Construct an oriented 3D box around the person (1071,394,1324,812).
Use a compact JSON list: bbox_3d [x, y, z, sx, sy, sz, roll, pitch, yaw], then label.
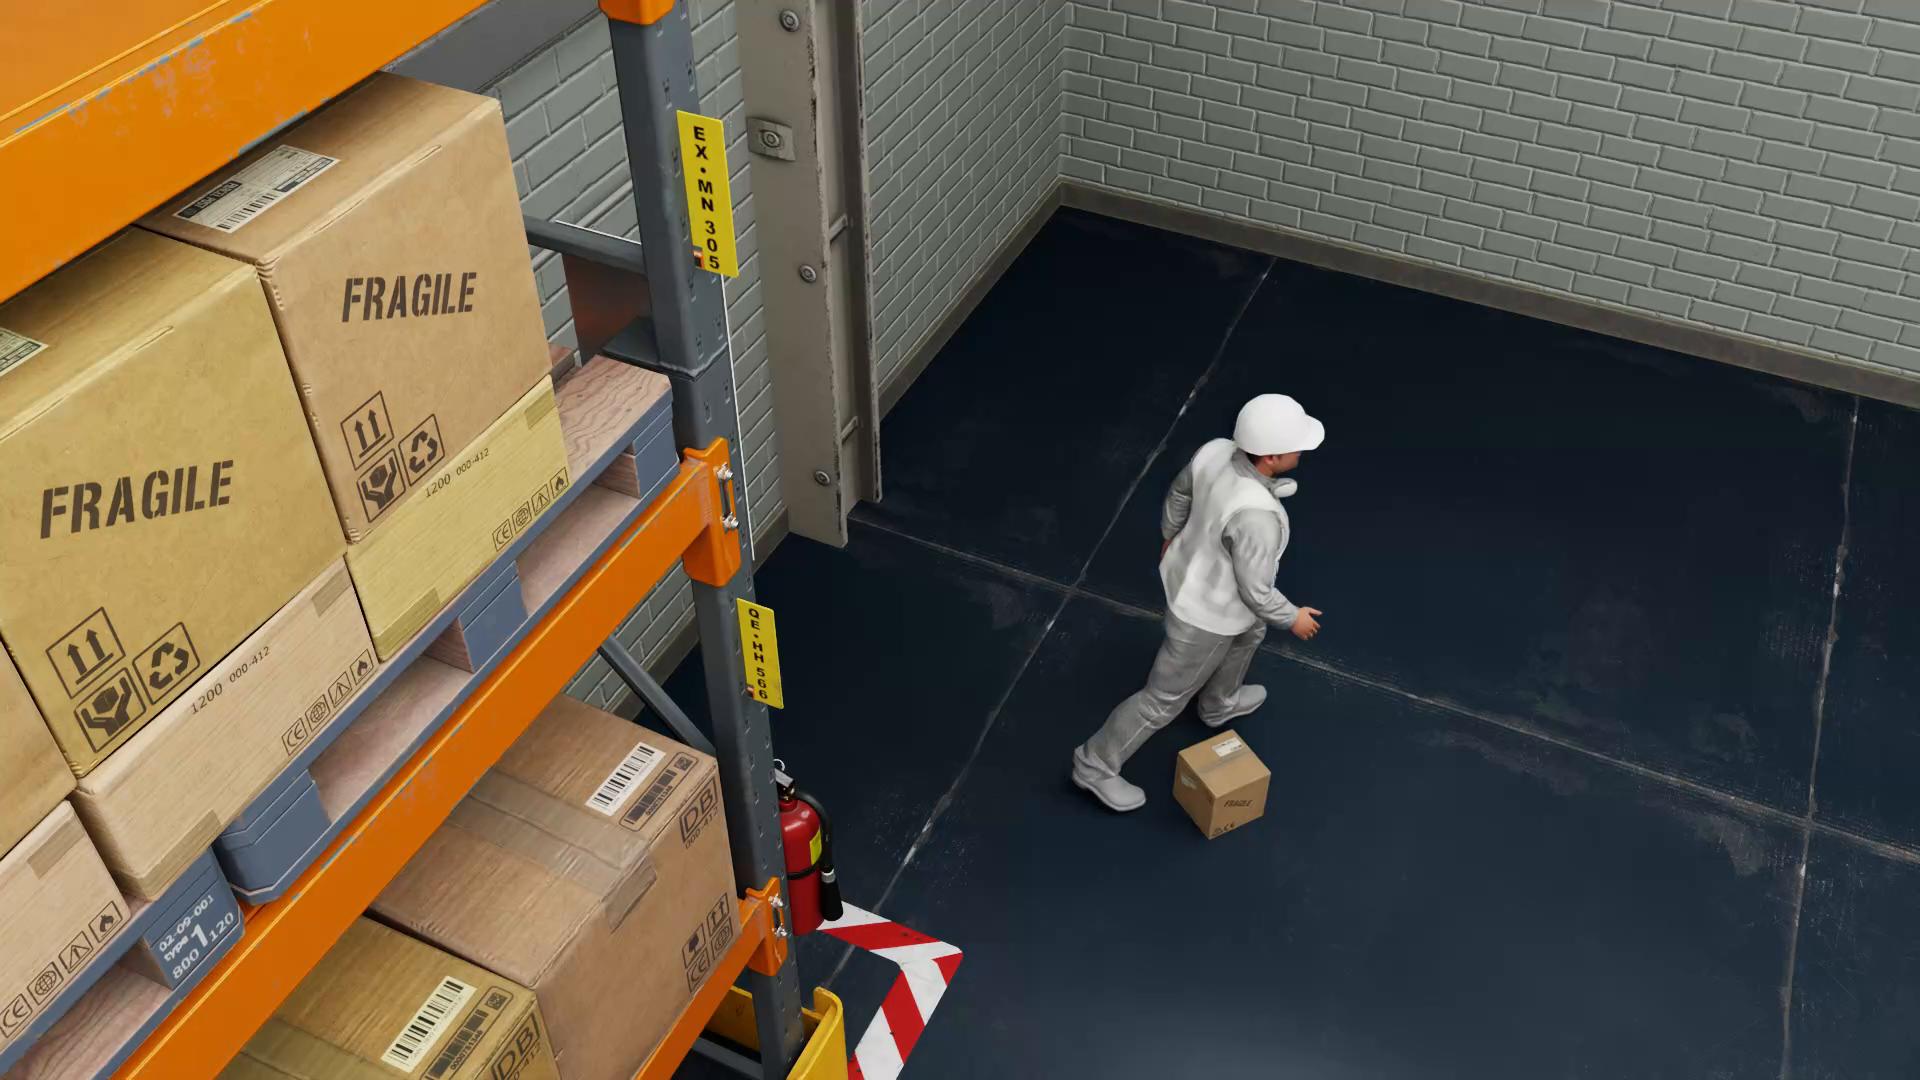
[{"bbox_3d":[0.836,0.197,5.941,0.848,1.713,0.649,-3,42,-3],"label":"person"}]
